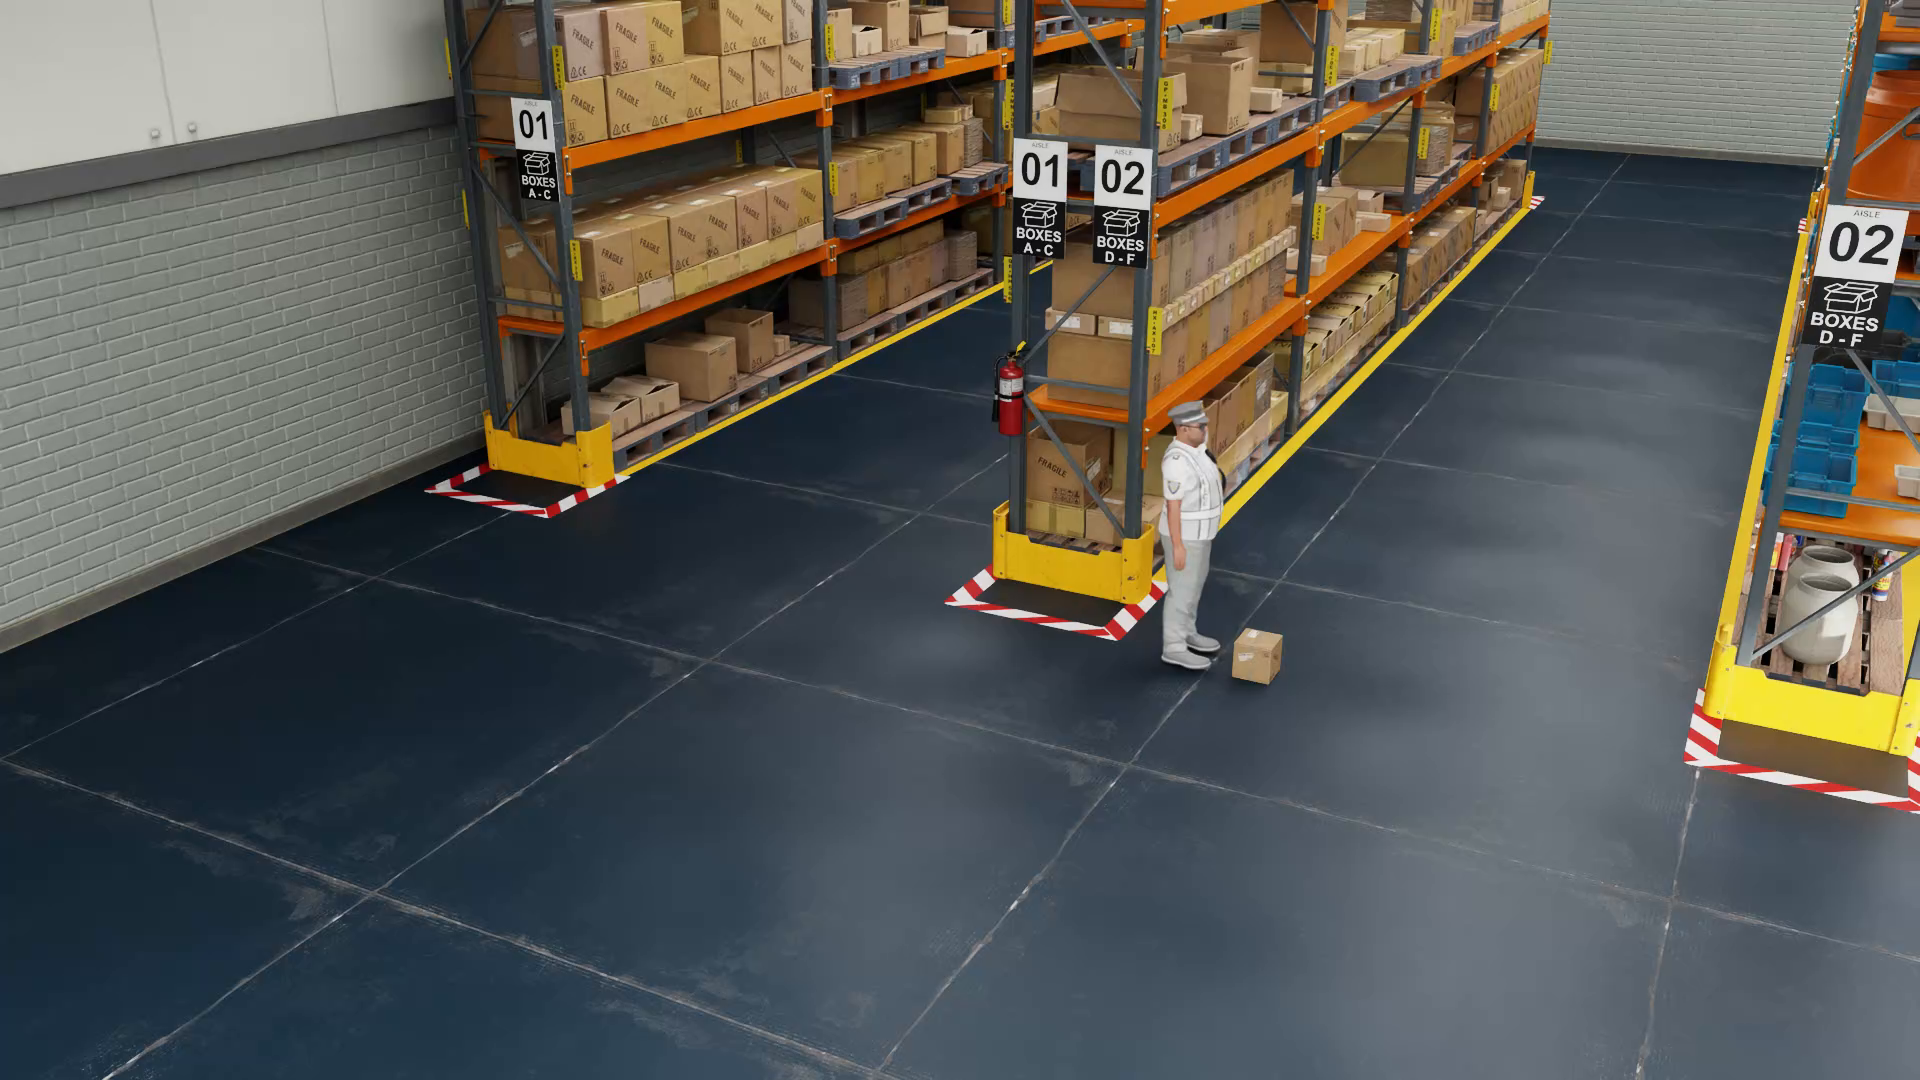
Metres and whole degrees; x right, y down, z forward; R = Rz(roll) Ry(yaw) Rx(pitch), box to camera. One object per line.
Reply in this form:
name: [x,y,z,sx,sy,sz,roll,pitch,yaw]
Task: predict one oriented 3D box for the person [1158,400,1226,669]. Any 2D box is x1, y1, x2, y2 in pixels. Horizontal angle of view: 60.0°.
person: [1.506,-0.054,10.783,0.415,1.773,0.545,9,24,20]
